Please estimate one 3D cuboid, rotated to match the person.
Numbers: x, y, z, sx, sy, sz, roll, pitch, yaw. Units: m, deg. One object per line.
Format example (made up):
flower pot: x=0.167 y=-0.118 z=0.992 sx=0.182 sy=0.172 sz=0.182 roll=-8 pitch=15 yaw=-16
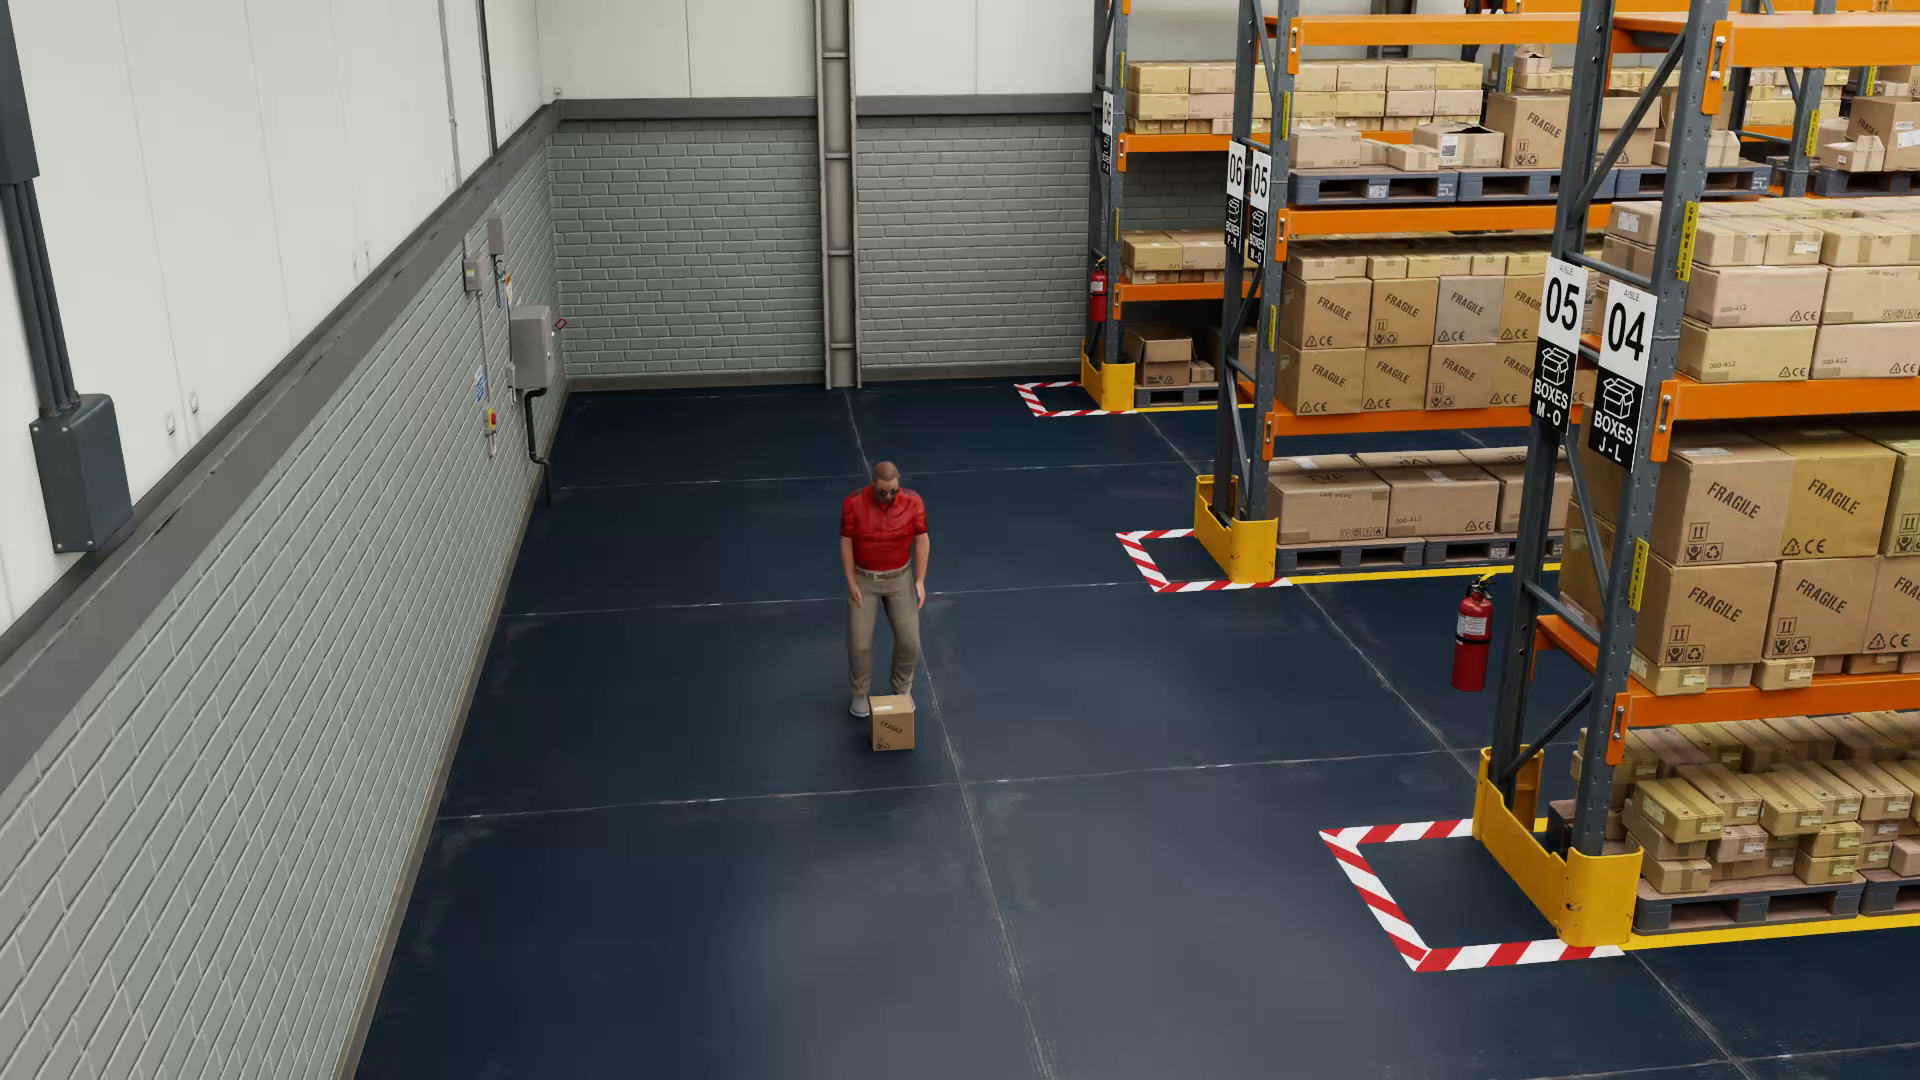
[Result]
person: x=-0.465 y=0.288 z=10.396 sx=0.557 sy=1.677 sz=0.392 roll=-2 pitch=20 yaw=-6
